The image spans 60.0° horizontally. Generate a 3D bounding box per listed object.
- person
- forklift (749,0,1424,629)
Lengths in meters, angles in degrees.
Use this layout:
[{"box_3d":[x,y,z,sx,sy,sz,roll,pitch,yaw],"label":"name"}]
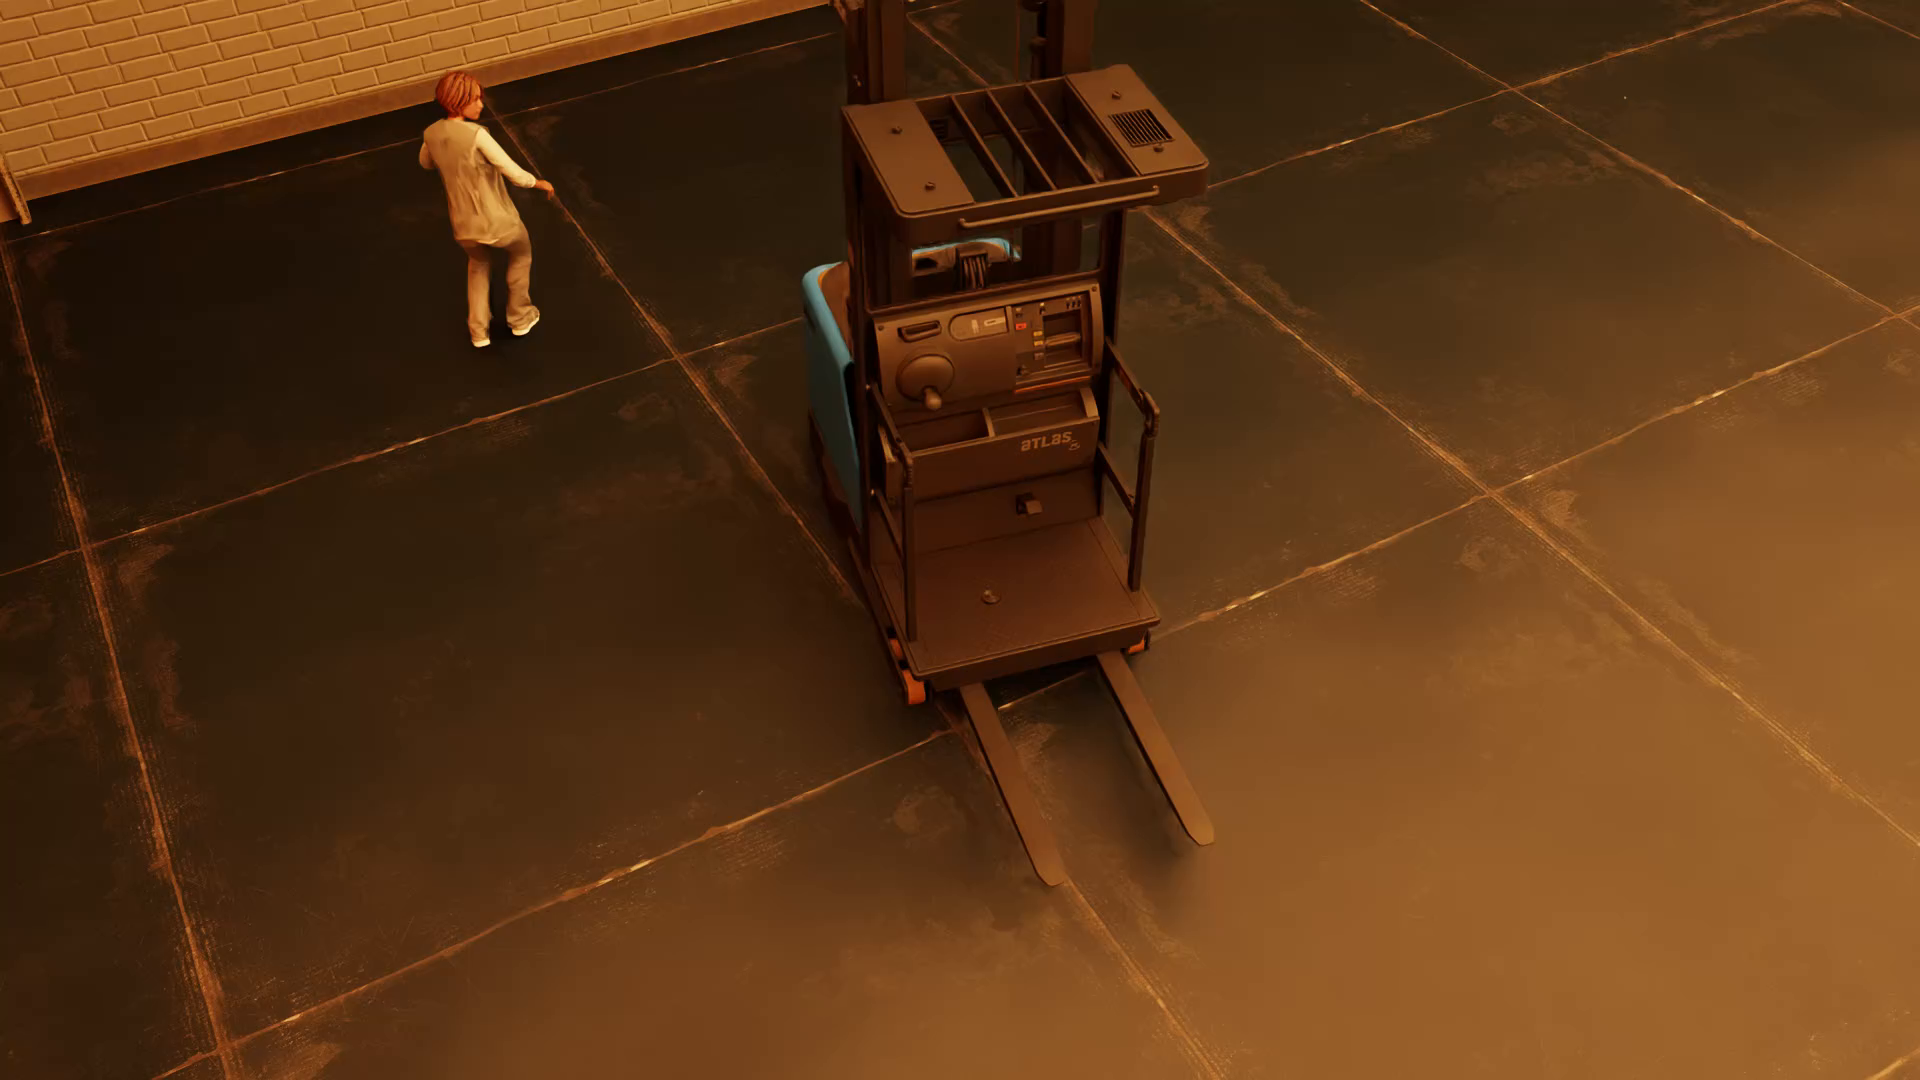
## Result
[{"box_3d":[-2.528,-1.713,8.524,0.437,1.603,0.325,16,45,17],"label":"person"},{"box_3d":[0.618,-1.163,6.952,3.031,2.935,1.130,-7,43,-7],"label":"forklift"}]
